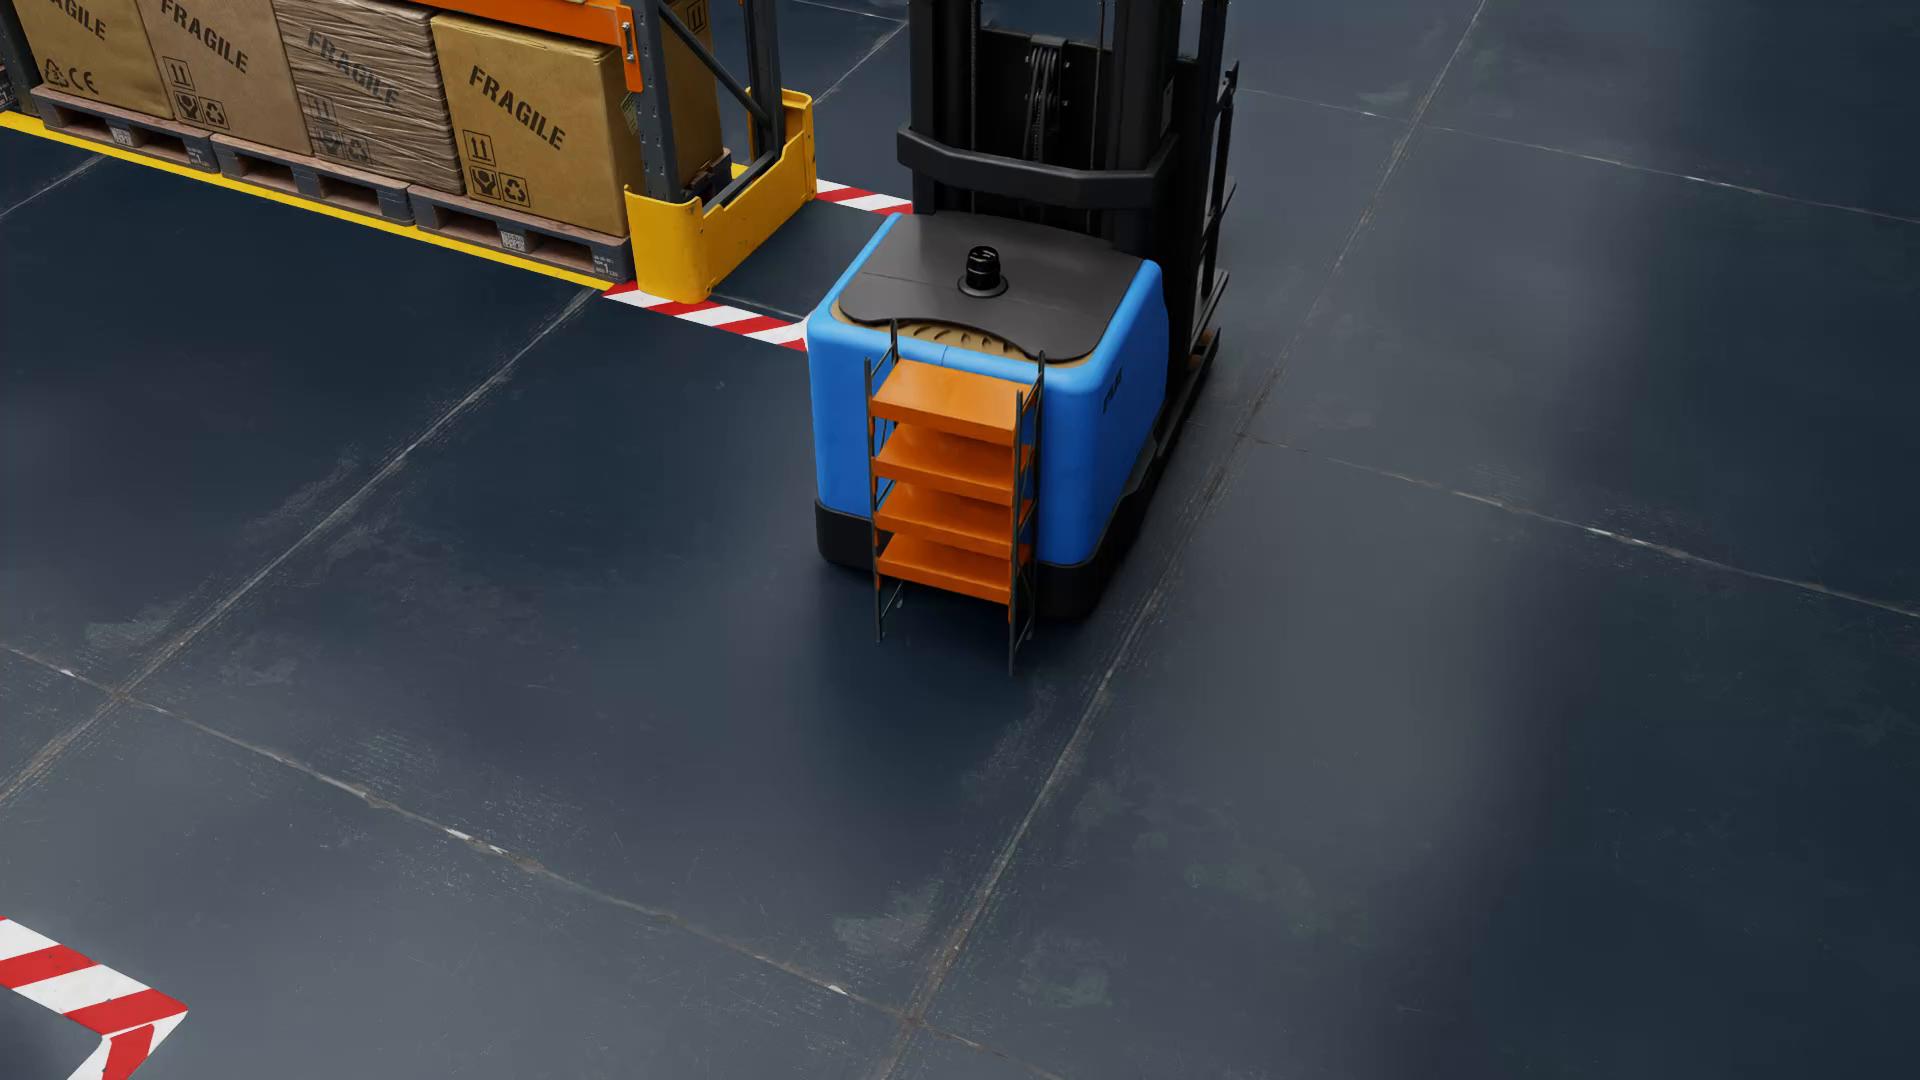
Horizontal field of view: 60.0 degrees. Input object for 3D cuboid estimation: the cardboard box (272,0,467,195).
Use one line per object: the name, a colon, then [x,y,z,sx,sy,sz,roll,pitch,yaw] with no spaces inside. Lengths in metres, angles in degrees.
cardboard box: [-2.547,-2.315,7.933,0.875,0.875,0.875,17,44,19]

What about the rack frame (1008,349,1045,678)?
rack frame: [0.214,-0.057,5.399,0.015,1.200,0.240,13,43,15]

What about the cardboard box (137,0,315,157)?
cardboard box: [-3.353,-2.562,8.217,0.875,0.875,0.875,17,44,19]

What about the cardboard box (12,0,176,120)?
cardboard box: [-4.169,-2.811,8.505,0.875,0.875,0.875,17,44,19]

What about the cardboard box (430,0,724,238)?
cardboard box: [-1.722,-2.063,7.642,0.875,0.875,0.875,17,44,19]

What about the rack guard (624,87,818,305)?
rack guard: [-1.087,-1.627,7.745,0.348,0.500,1.175,17,44,19]

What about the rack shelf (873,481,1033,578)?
rack shelf: [-0.015,-0.060,5.506,0.480,0.148,0.258,13,43,15]

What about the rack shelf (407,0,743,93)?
rack shelf: [-2.921,-2.860,7.809,4.000,0.370,1.077,17,44,19]

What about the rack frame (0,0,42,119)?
rack frame: [-4.733,-3.686,8.212,0.127,3.000,1.000,17,44,19]

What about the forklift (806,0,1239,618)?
forklift: [0.465,-1.807,6.097,1.130,2.935,3.031,14,43,15]

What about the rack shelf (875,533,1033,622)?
rack shelf: [-0.015,0.090,5.636,0.480,0.148,0.258,13,43,15]

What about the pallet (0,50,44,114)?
pallet: [-5.464,-2.801,9.320,1.213,0.211,1.003,17,44,19]

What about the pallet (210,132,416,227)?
pallet: [-2.968,-2.038,8.440,1.213,0.211,1.003,17,44,19]

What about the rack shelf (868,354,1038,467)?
rack shelf: [-0.015,-0.408,5.204,0.480,0.148,0.258,13,43,15]

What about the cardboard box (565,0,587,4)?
cardboard box: [-1.570,-2.386,6.905,0.250,0.149,0.380,18,44,19]

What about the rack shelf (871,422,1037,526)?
rack shelf: [-0.015,-0.229,5.359,0.480,0.148,0.258,13,43,15]

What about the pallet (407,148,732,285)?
pallet: [-1.866,-1.699,8.049,1.213,0.211,1.003,17,44,19]

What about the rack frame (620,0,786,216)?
rack frame: [-1.108,-2.578,6.934,0.127,3.000,1.000,17,44,19]

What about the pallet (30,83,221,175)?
pallet: [-4.077,-2.375,8.829,1.213,0.211,1.003,17,44,19]

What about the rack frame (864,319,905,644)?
rack frame: [-0.245,-0.165,5.524,0.015,1.200,0.240,13,43,15]

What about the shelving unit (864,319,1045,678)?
shelving unit: [-0.015,-0.111,5.462,0.503,1.200,0.258,13,43,15]
